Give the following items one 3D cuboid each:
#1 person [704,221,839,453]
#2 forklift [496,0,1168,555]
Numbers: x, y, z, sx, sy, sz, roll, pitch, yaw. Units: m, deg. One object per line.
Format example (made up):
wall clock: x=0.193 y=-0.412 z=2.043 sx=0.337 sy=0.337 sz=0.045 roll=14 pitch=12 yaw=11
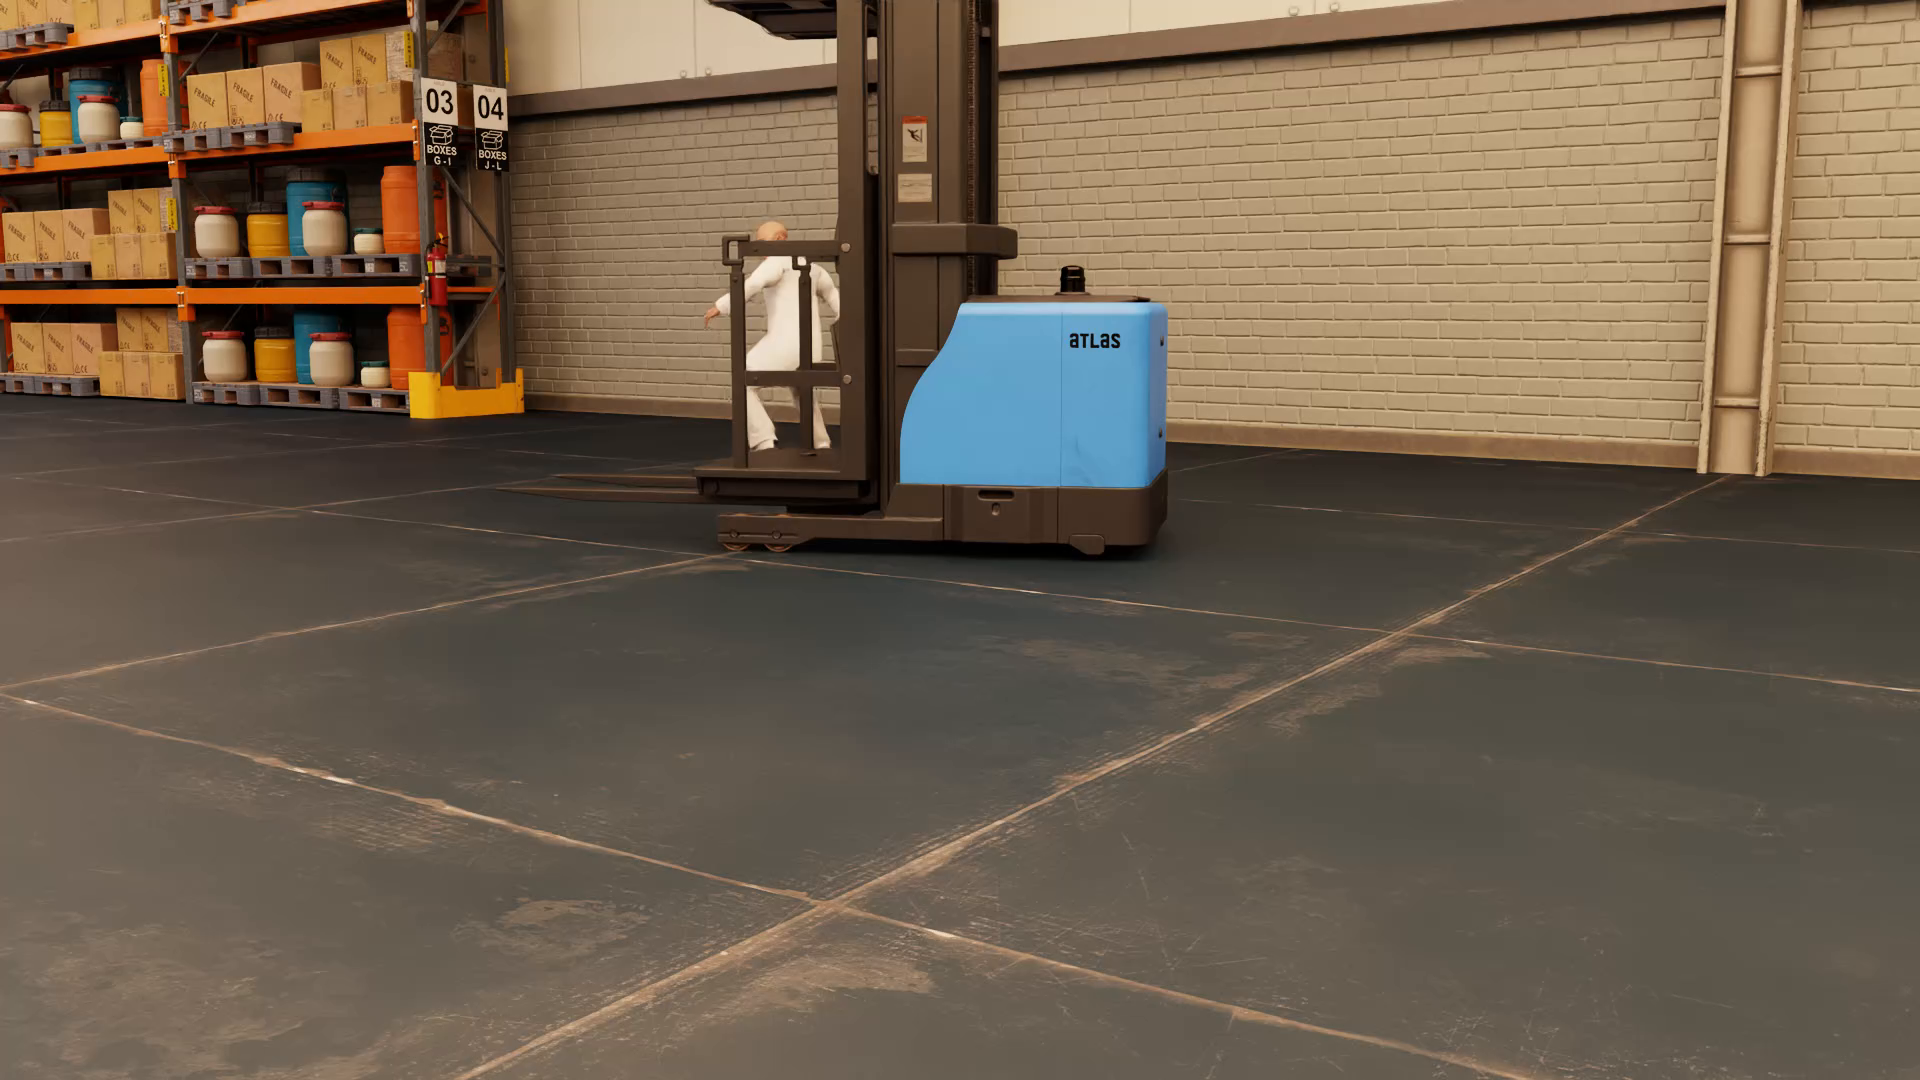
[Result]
person: x=-1.121 y=-1.262 z=11.157 sx=0.592 sy=1.728 sz=1.156 roll=6 pitch=10 yaw=37
forklift: x=-0.596 y=-1.469 z=7.520 sx=3.031 sy=2.935 sz=1.130 roll=2 pitch=8 yaw=12
